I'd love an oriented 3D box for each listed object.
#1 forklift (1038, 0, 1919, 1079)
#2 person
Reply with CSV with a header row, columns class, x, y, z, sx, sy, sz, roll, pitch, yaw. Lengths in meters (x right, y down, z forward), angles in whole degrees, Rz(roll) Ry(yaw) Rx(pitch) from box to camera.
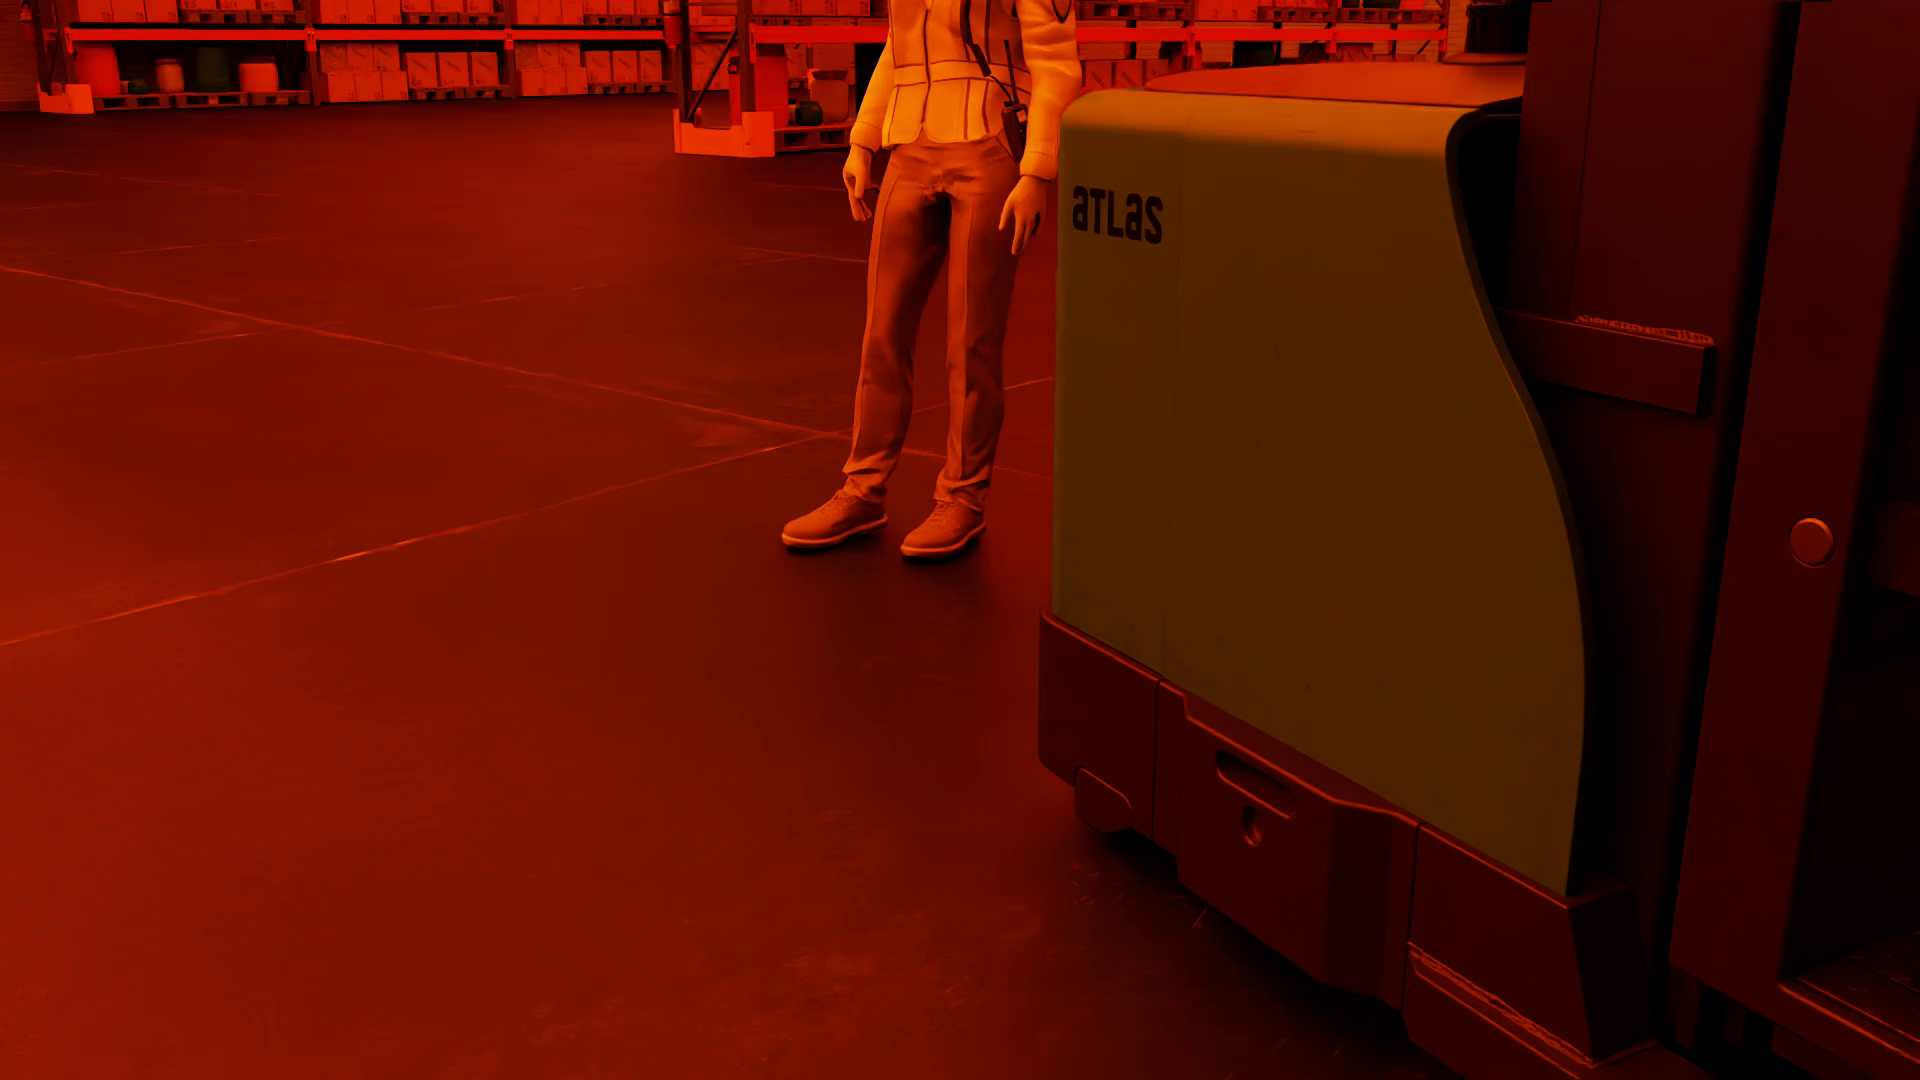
class,x,y,z,sx,sy,sz,roll,pitch,yaw
forklift,1.278,-0.700,1.202,1.130,2.935,3.031,-9,19,-28
person,-0.049,-0.804,3.647,0.586,1.694,0.532,13,21,37
